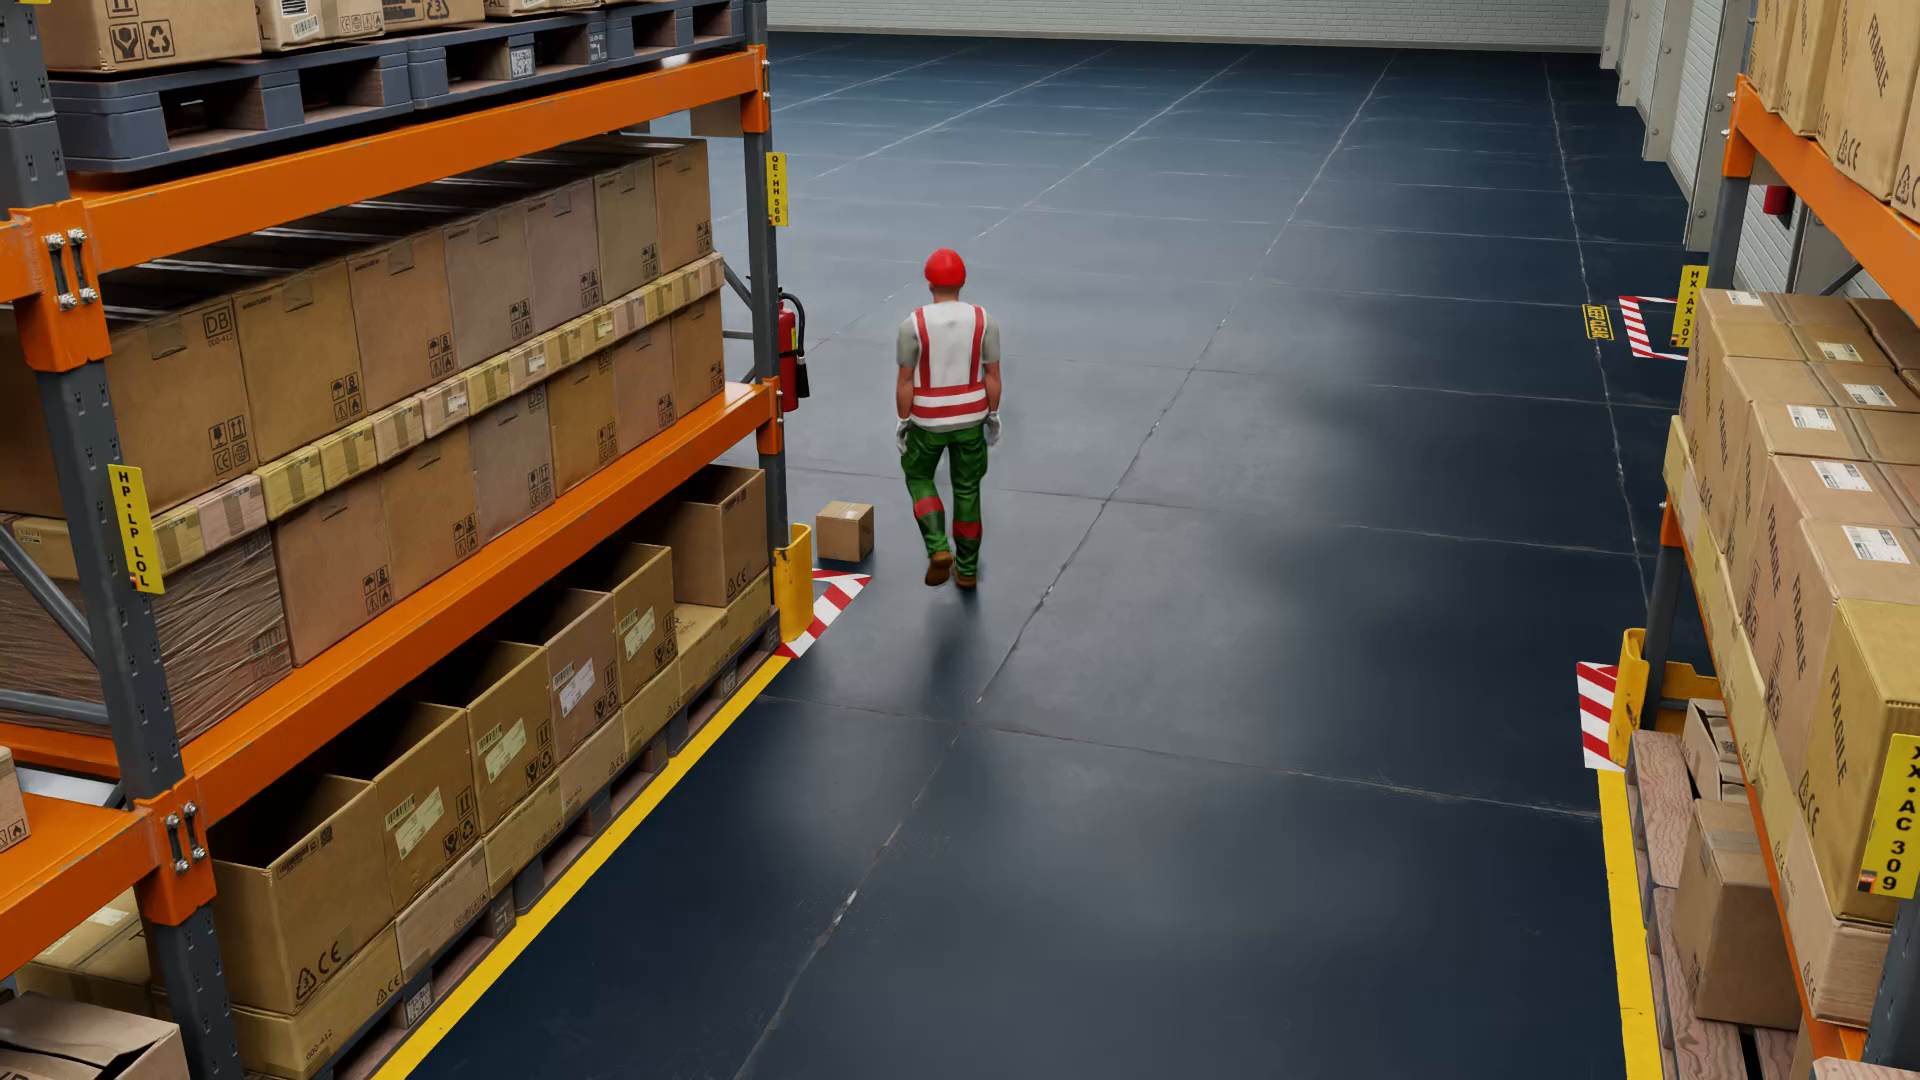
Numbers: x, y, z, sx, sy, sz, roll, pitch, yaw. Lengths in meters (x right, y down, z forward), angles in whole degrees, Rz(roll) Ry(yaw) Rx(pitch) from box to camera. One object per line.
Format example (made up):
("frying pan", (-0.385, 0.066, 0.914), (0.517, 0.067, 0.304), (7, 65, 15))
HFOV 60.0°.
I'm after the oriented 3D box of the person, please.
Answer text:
("person", (-0.058, -0.611, 8.518), (0.568, 1.786, 0.479), (-4, 22, -9))
